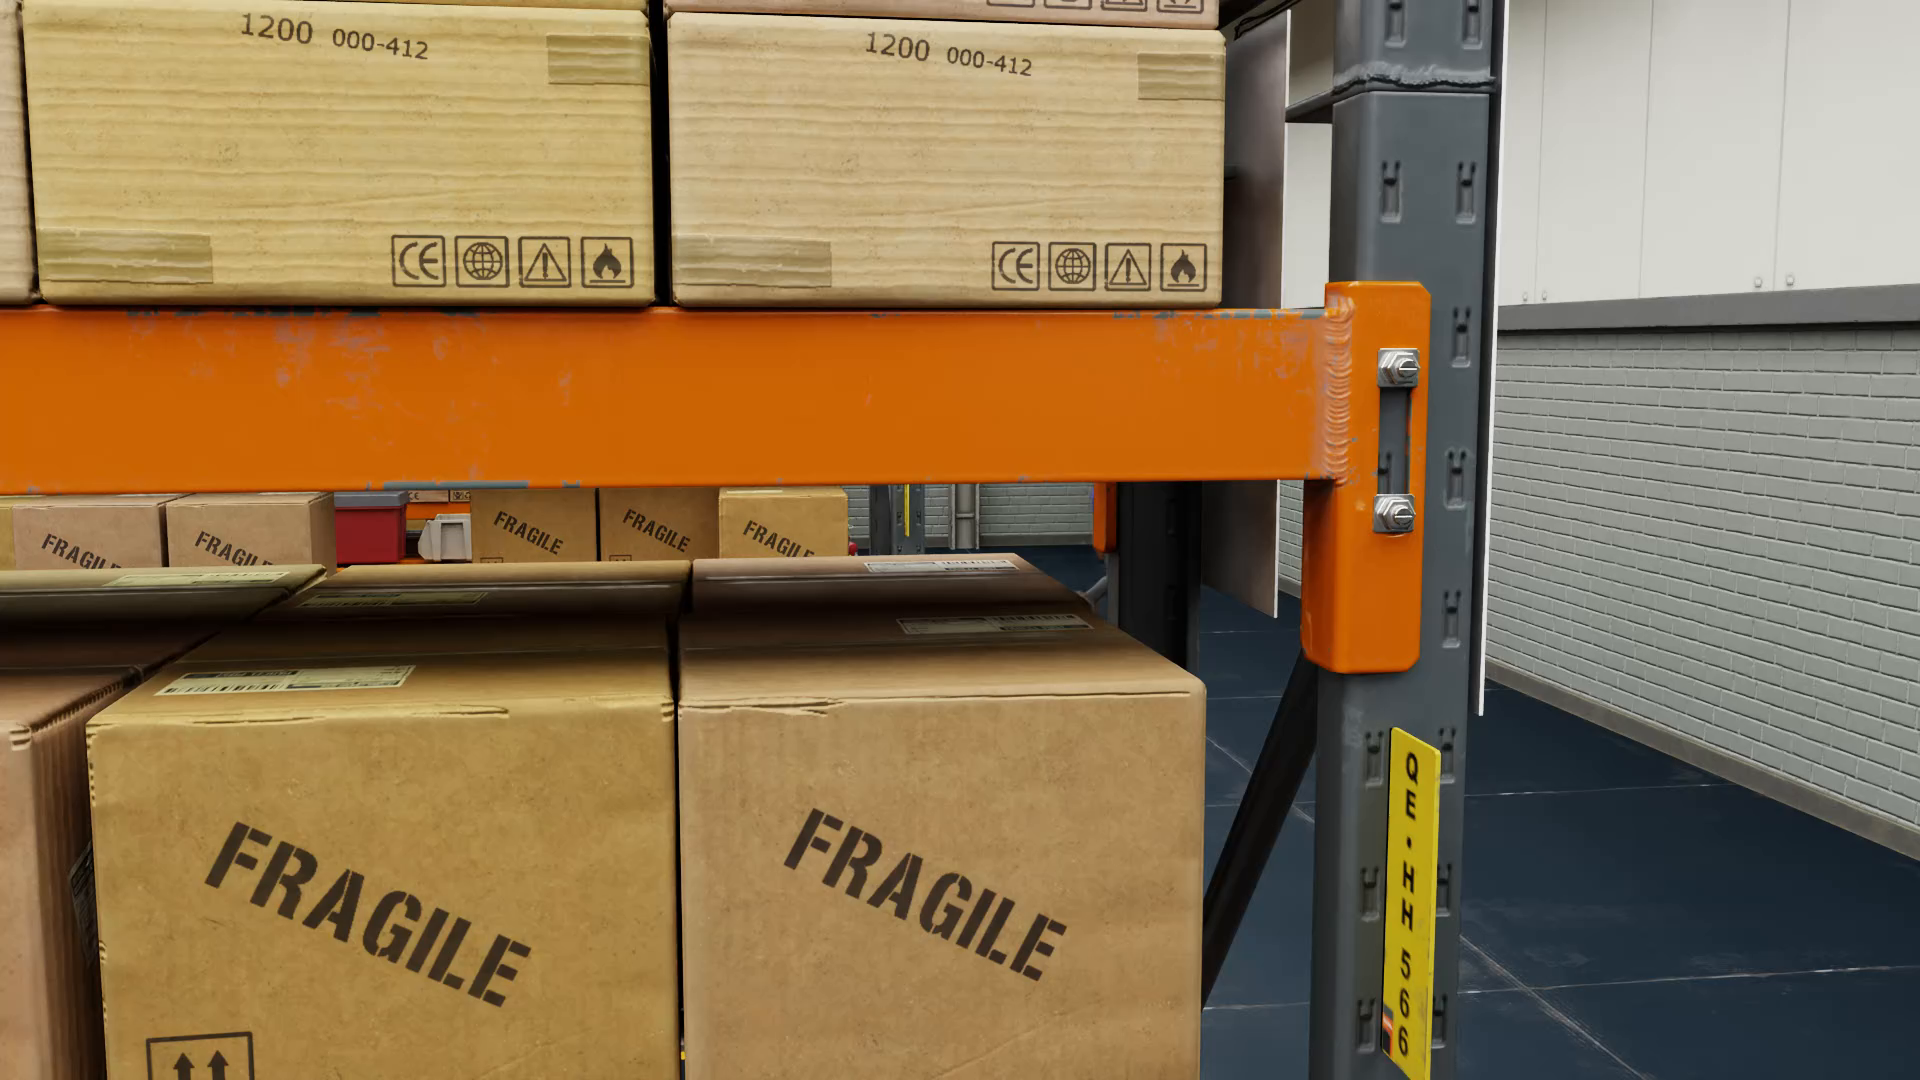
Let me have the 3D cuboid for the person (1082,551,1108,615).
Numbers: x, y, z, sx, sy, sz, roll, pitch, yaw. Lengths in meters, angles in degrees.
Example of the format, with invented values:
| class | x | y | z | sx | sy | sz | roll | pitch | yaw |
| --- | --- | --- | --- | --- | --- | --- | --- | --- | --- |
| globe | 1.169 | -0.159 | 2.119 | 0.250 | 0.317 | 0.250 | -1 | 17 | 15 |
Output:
| class | x | y | z | sx | sy | sz | roll | pitch | yaw |
| --- | --- | --- | --- | --- | --- | --- | --- | --- | --- |
| person | 1.494 | 0.009 | 16.563 | 0.503 | 1.644 | 0.473 | 4 | 8 | 33 |
